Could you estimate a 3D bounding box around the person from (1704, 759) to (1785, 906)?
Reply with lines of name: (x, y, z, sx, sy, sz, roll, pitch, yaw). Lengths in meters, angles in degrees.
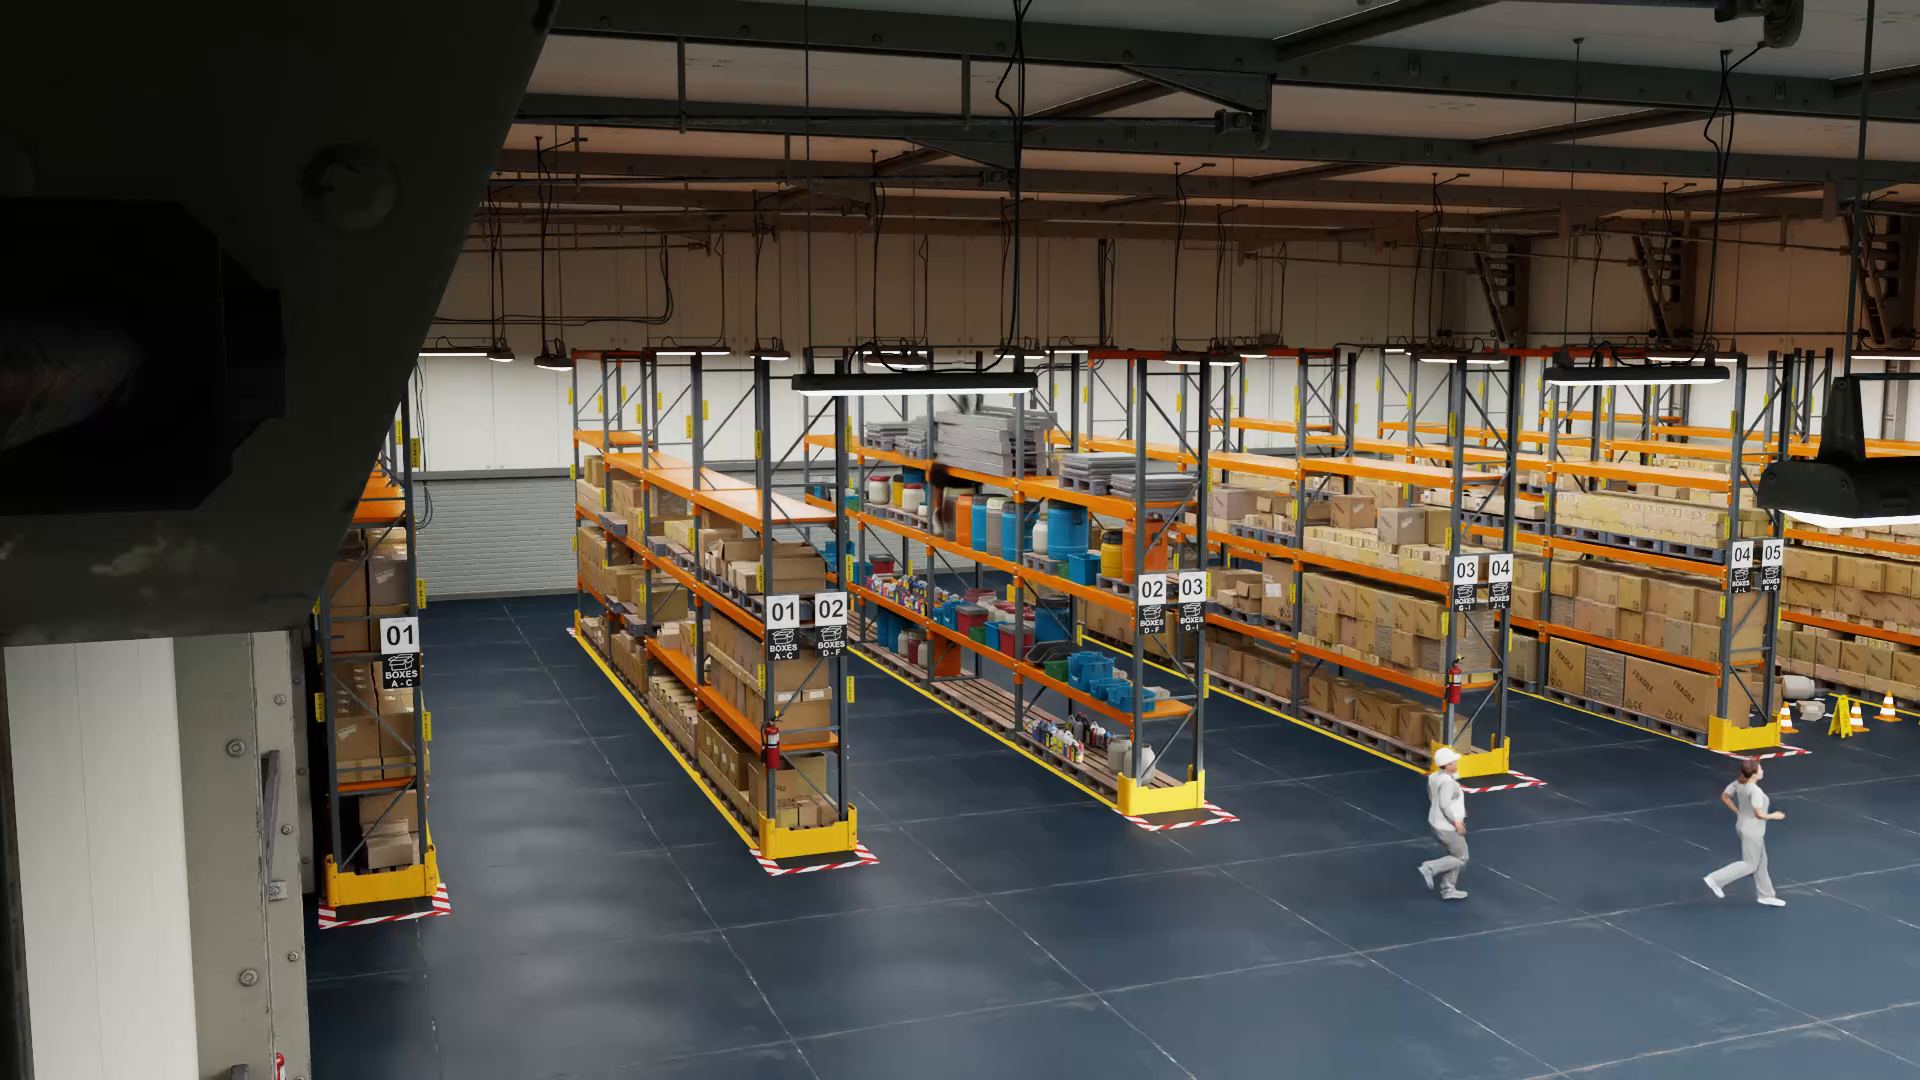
person: (8.678, 3.229, 18.322, 0.934, 1.664, 0.568, 0, 7, 0)

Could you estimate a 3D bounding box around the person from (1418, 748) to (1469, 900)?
person: (5.412, 3.177, 18.598, 0.599, 1.731, 0.671, 0, 7, -3)

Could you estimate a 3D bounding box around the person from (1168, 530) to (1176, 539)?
person: (4.858, 0.445, 40.203, 0.710, 1.768, 0.913, 6, 9, 41)
